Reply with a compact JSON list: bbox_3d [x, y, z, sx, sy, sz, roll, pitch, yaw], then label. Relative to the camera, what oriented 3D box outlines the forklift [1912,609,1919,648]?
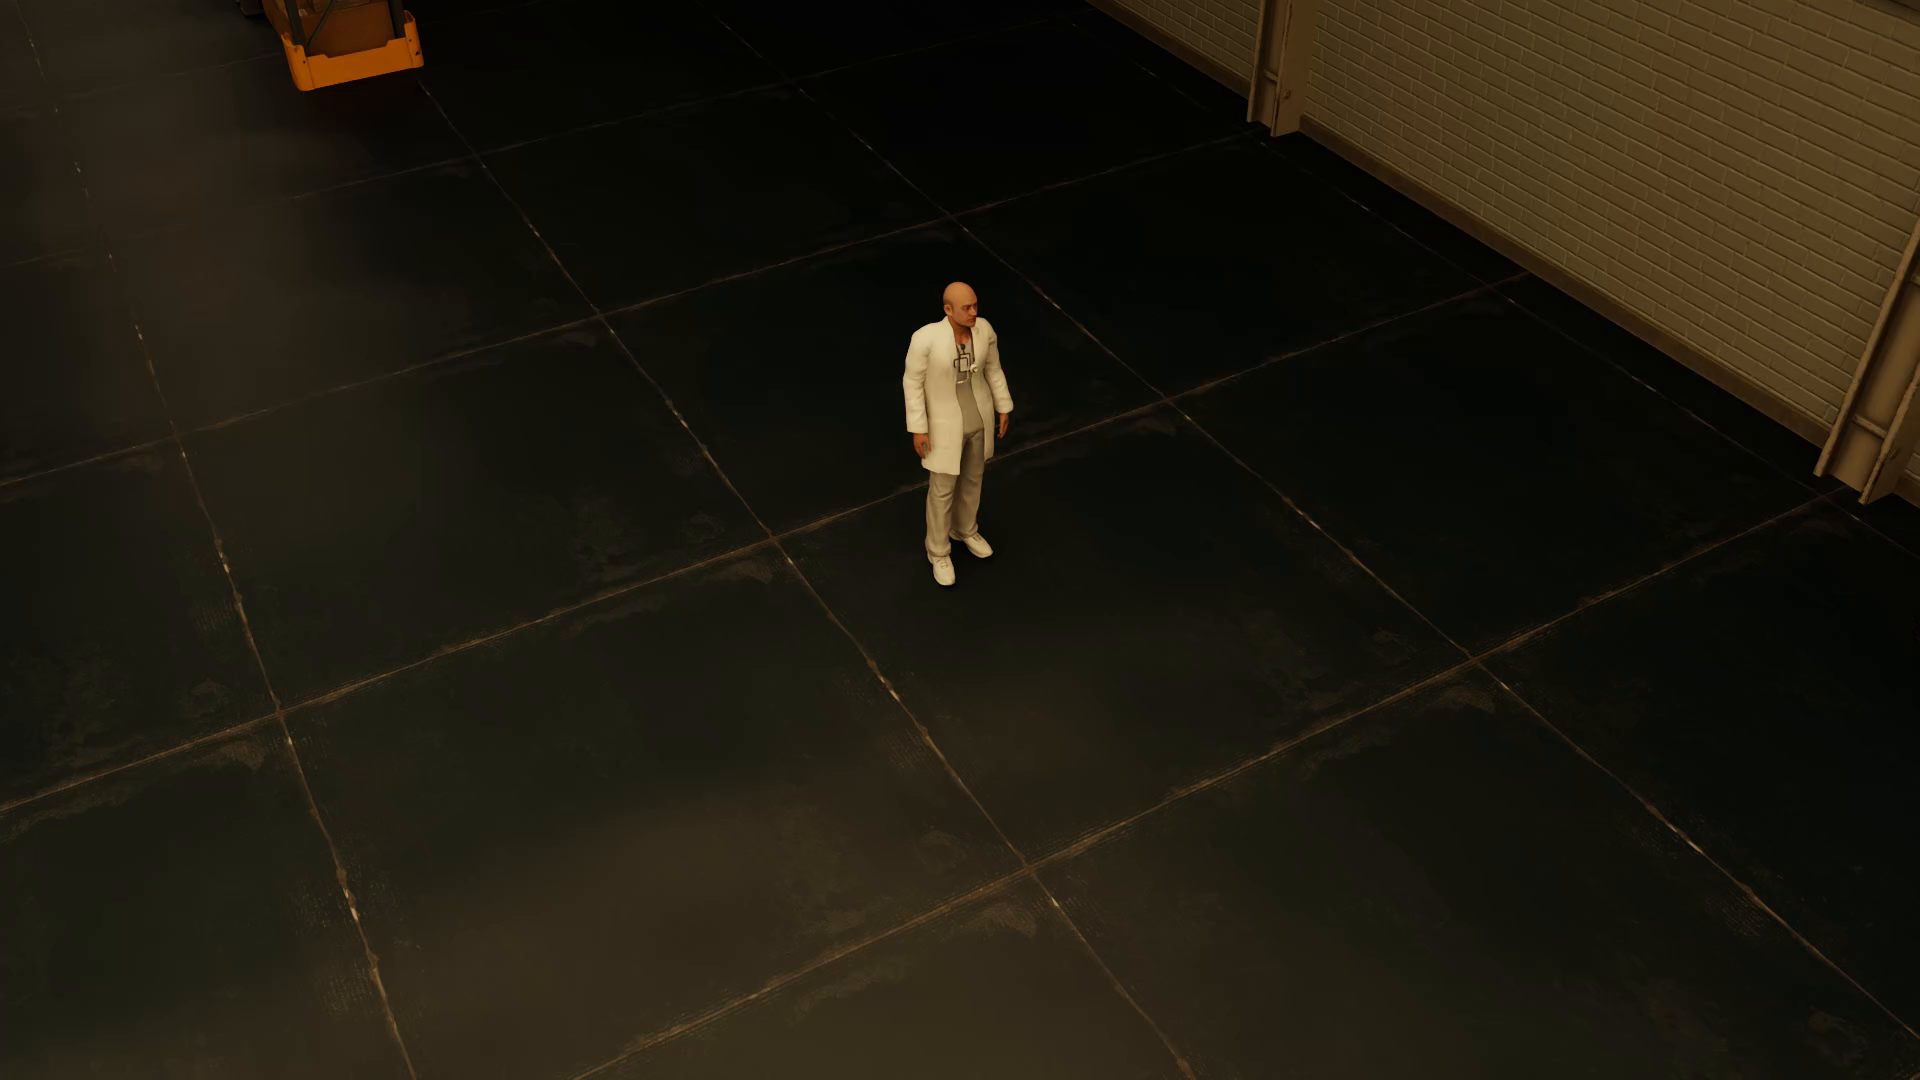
[{"bbox_3d":[6.895,-0.100,8.156,3.031,2.935,1.130,8,40,10],"label":"forklift"}]

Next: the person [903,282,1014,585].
[{"bbox_3d":[0.038,-0.637,9.697,0.689,1.776,0.581,-20,44,-23],"label":"person"}]
